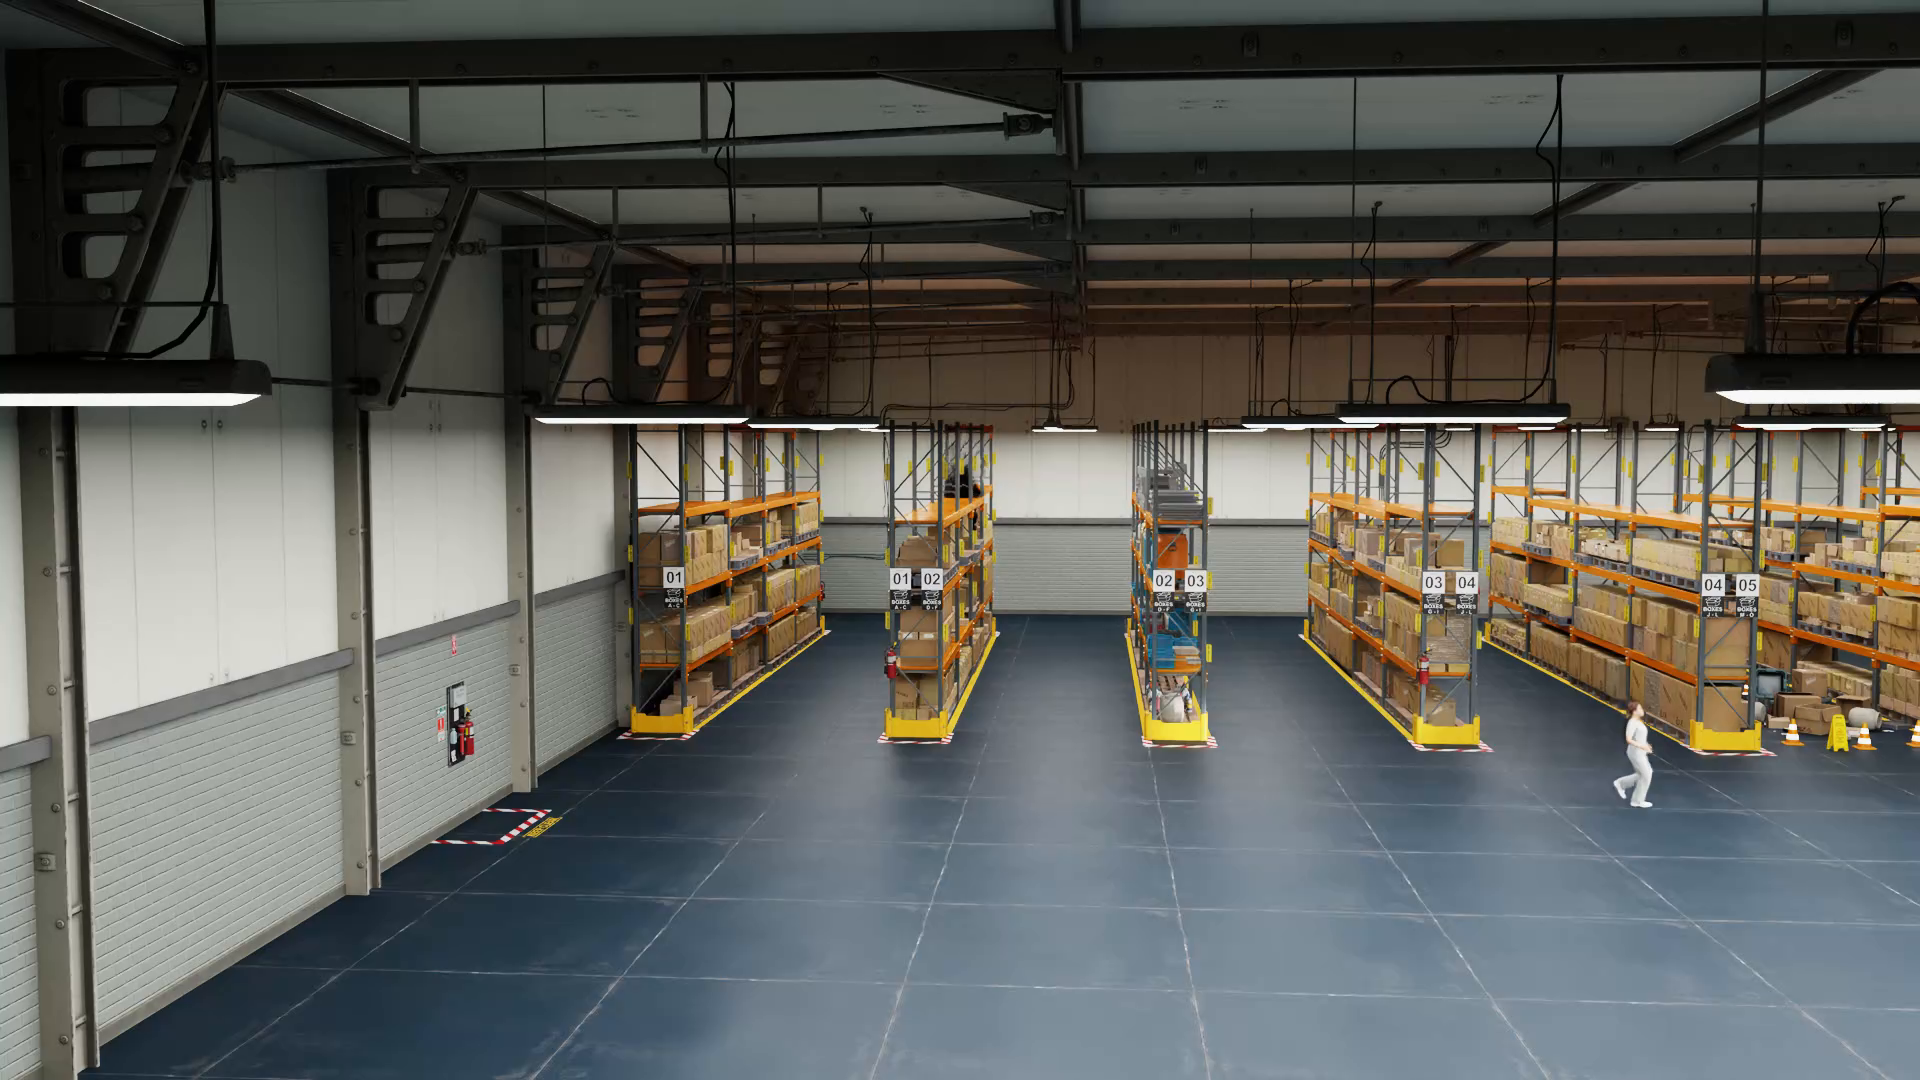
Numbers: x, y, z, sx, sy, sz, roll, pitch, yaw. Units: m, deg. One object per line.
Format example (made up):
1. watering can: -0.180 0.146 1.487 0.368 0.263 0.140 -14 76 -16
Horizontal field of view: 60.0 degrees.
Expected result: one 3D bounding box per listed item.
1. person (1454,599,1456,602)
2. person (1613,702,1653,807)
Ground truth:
1. person: 14.180 1.921 46.921 0.845 1.676 0.719 -2 4 -30
2. person: 10.367 3.288 25.585 0.594 1.617 0.561 2 4 31
